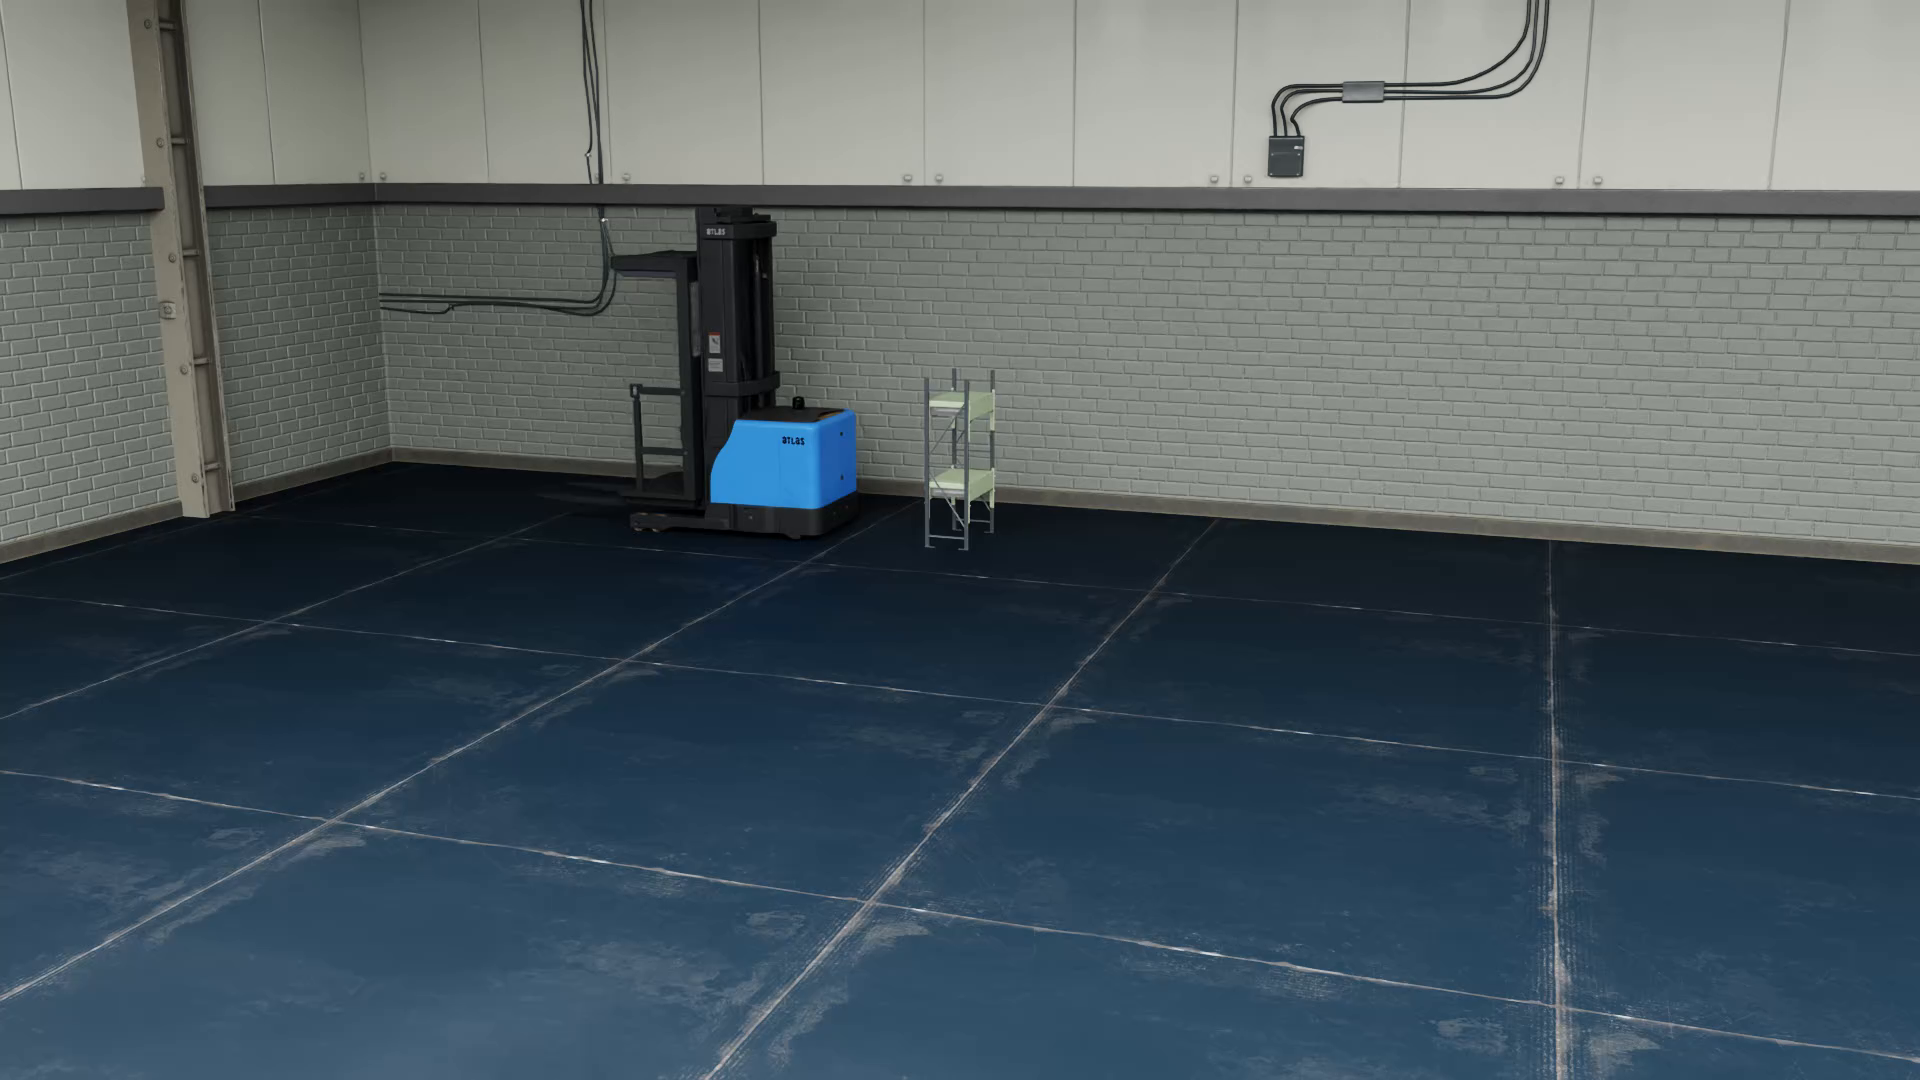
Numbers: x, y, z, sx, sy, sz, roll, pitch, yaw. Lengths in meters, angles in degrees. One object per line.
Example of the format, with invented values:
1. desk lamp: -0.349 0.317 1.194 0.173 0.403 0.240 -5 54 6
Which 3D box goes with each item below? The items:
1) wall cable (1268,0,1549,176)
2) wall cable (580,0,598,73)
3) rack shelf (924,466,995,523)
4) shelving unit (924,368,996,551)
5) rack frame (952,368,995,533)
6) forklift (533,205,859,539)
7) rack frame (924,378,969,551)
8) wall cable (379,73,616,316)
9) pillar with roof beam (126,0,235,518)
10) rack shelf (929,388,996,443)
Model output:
1. wall cable: 3.886 -6.146 14.052 2.305 6.003 0.169 4 14 18
2. wall cable: -2.532 -5.929 16.370 3.097 2.526 0.112 4 14 18
3. rack shelf: 0.002 -0.415 14.900 0.431 0.370 0.720 4 14 18
4. shelving unit: 0.002 -0.733 14.827 0.431 1.500 0.755 4 14 18
5. rack frame: 0.121 -0.810 15.165 0.400 1.500 0.023 4 14 18
6. forklift: -2.534 -1.607 15.441 3.031 2.935 1.130 4 14 18
7. rack frame: -0.116 -0.656 14.490 0.400 1.500 0.023 4 14 18
8. wall cable: -5.092 -3.661 17.785 3.097 2.526 0.112 4 14 18
9. pillar with roof beam: -3.223 -4.340 13.781 9.100 9.000 0.400 4 14 18
10. rack shelf: 0.002 -1.113 14.740 0.431 0.370 0.720 4 14 18
